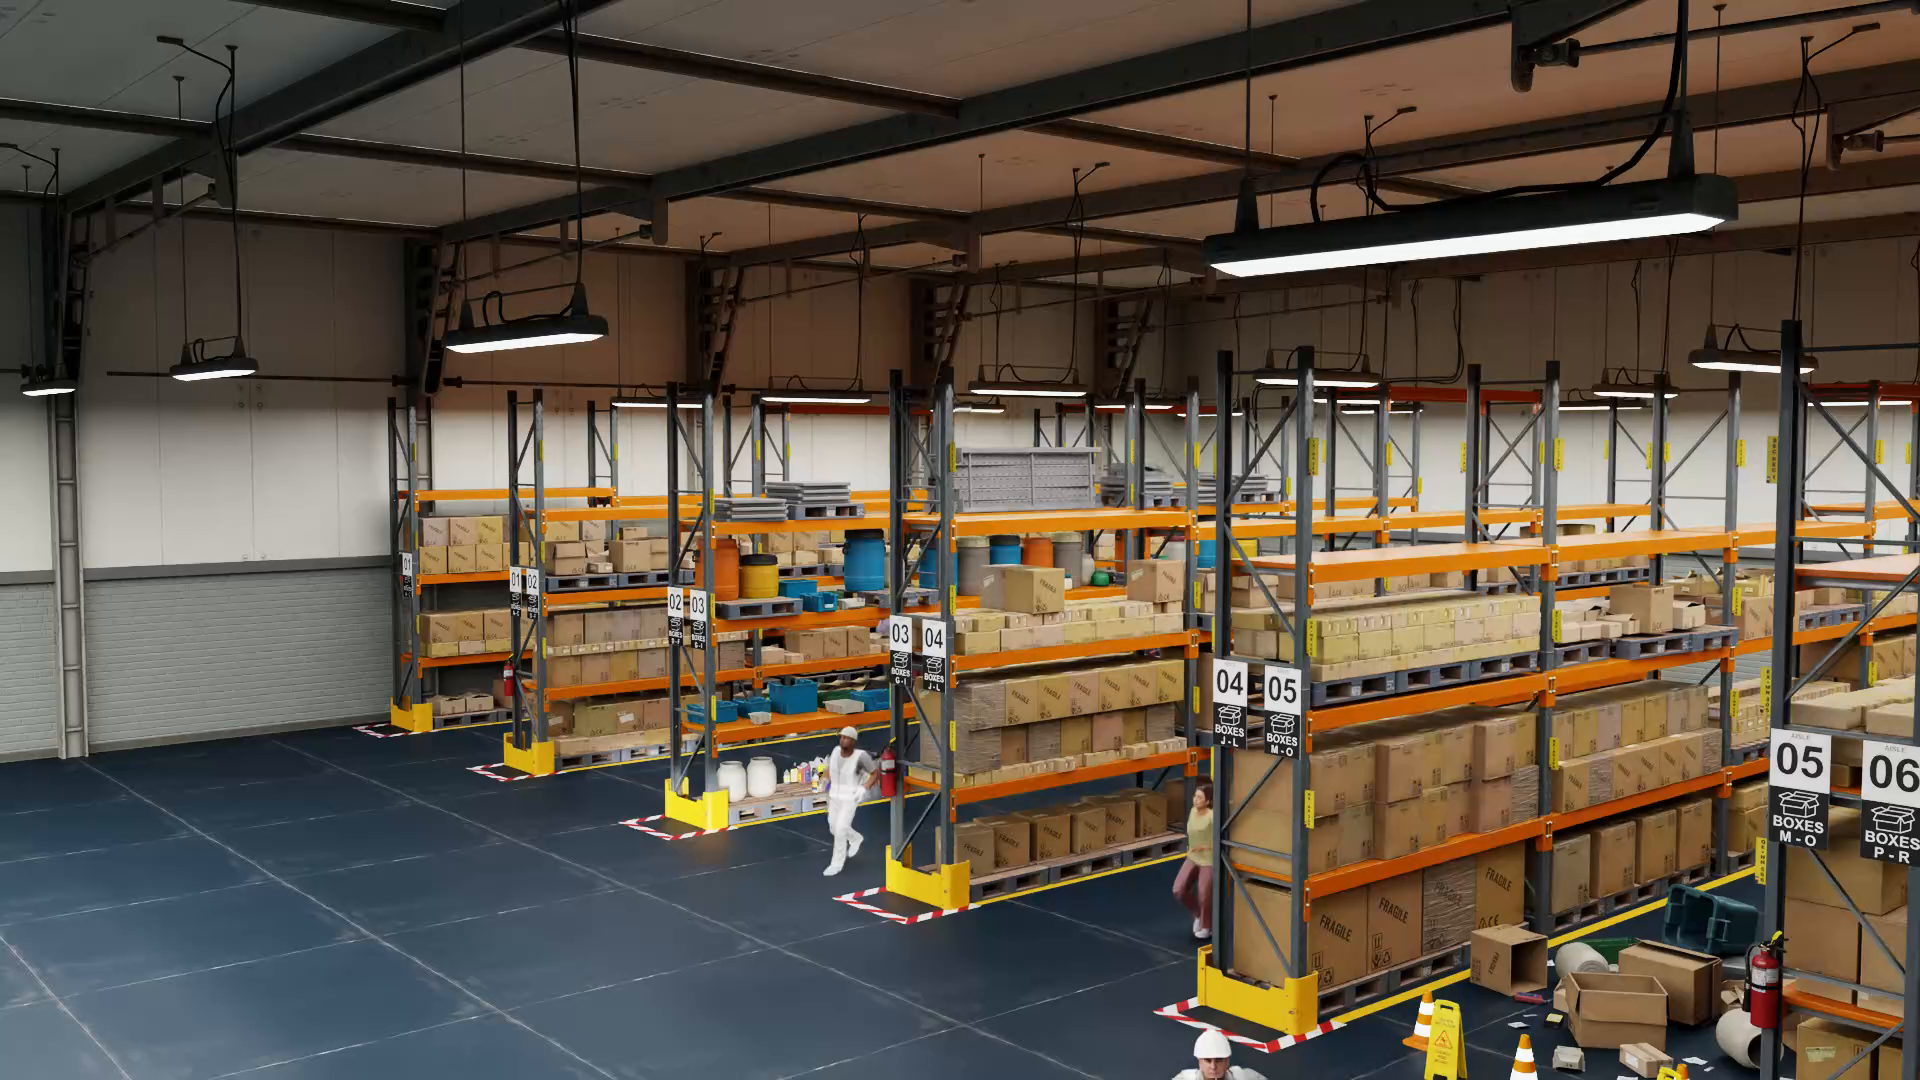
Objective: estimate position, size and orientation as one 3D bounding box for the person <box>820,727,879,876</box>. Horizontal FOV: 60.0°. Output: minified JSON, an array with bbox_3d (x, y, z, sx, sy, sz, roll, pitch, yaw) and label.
[{"bbox_3d":[-1.324,3.121,20.095,0.699,1.767,0.789,2,4,35],"label":"person"}]

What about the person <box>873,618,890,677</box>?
[{"bbox_3d":[-1.456,2.164,33.385,0.828,1.645,0.630,-3,4,-37],"label":"person"}]

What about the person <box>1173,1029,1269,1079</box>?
[{"bbox_3d":[1.533,3.728,9.907,0.638,1.707,0.757,1,3,11],"label":"person"}]

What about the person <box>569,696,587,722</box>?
[{"bbox_3d":[-6.564,2.657,28.651,0.578,1.676,0.721,-3,5,-43],"label":"person"}]

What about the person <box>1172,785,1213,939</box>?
[{"bbox_3d":[2.503,3.338,17.196,0.581,1.628,0.581,-3,5,-45],"label":"person"}]
